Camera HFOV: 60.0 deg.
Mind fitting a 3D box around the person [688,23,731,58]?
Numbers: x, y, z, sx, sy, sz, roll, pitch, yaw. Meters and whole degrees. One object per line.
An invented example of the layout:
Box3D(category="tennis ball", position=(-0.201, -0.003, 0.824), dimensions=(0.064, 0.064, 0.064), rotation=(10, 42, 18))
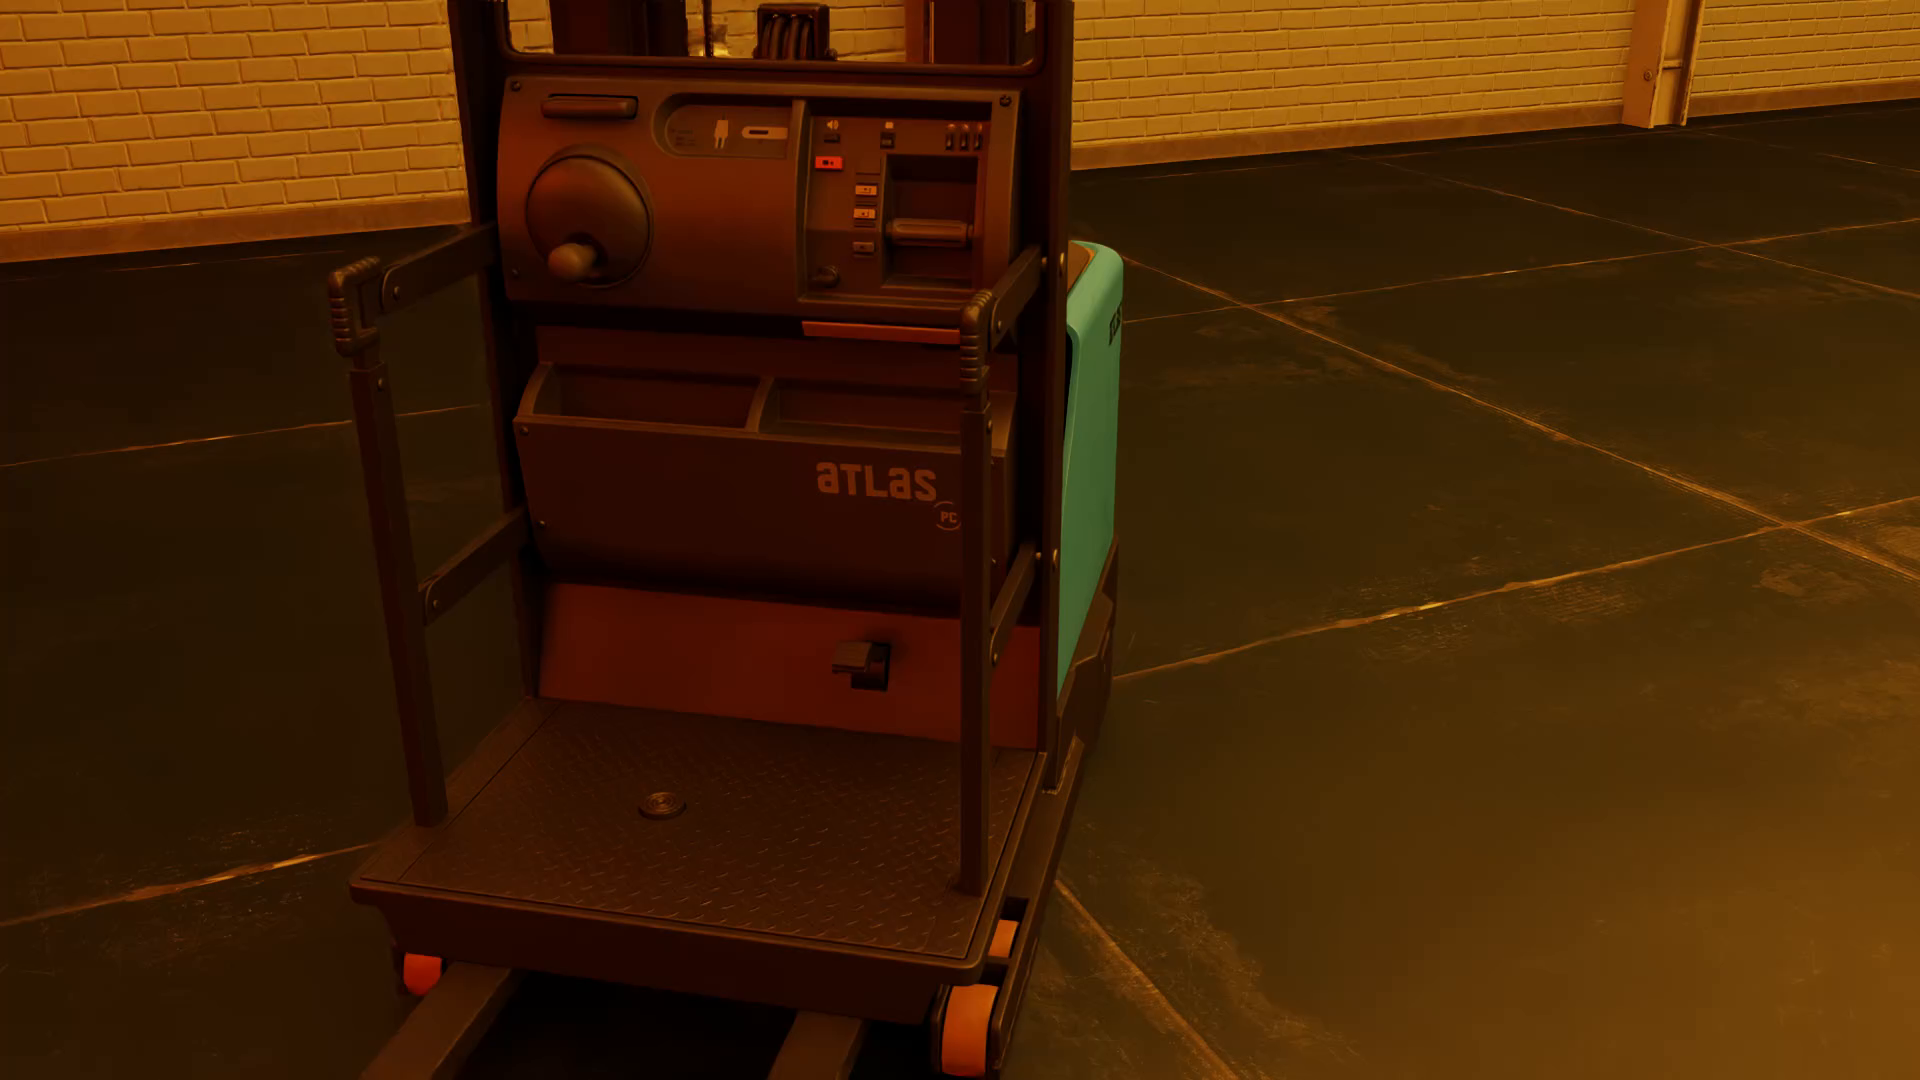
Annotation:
Box3D(category="person", position=(-0.606, -0.733, 4.891), dimensions=(0.997, 1.511, 0.972), rotation=(-9, 24, -20))

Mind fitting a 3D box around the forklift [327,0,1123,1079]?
Box3D(category="forklift", position=(-0.403, -0.581, 2.685), dimensions=(1.130, 2.935, 3.031), rotation=(5, 23, 11))
